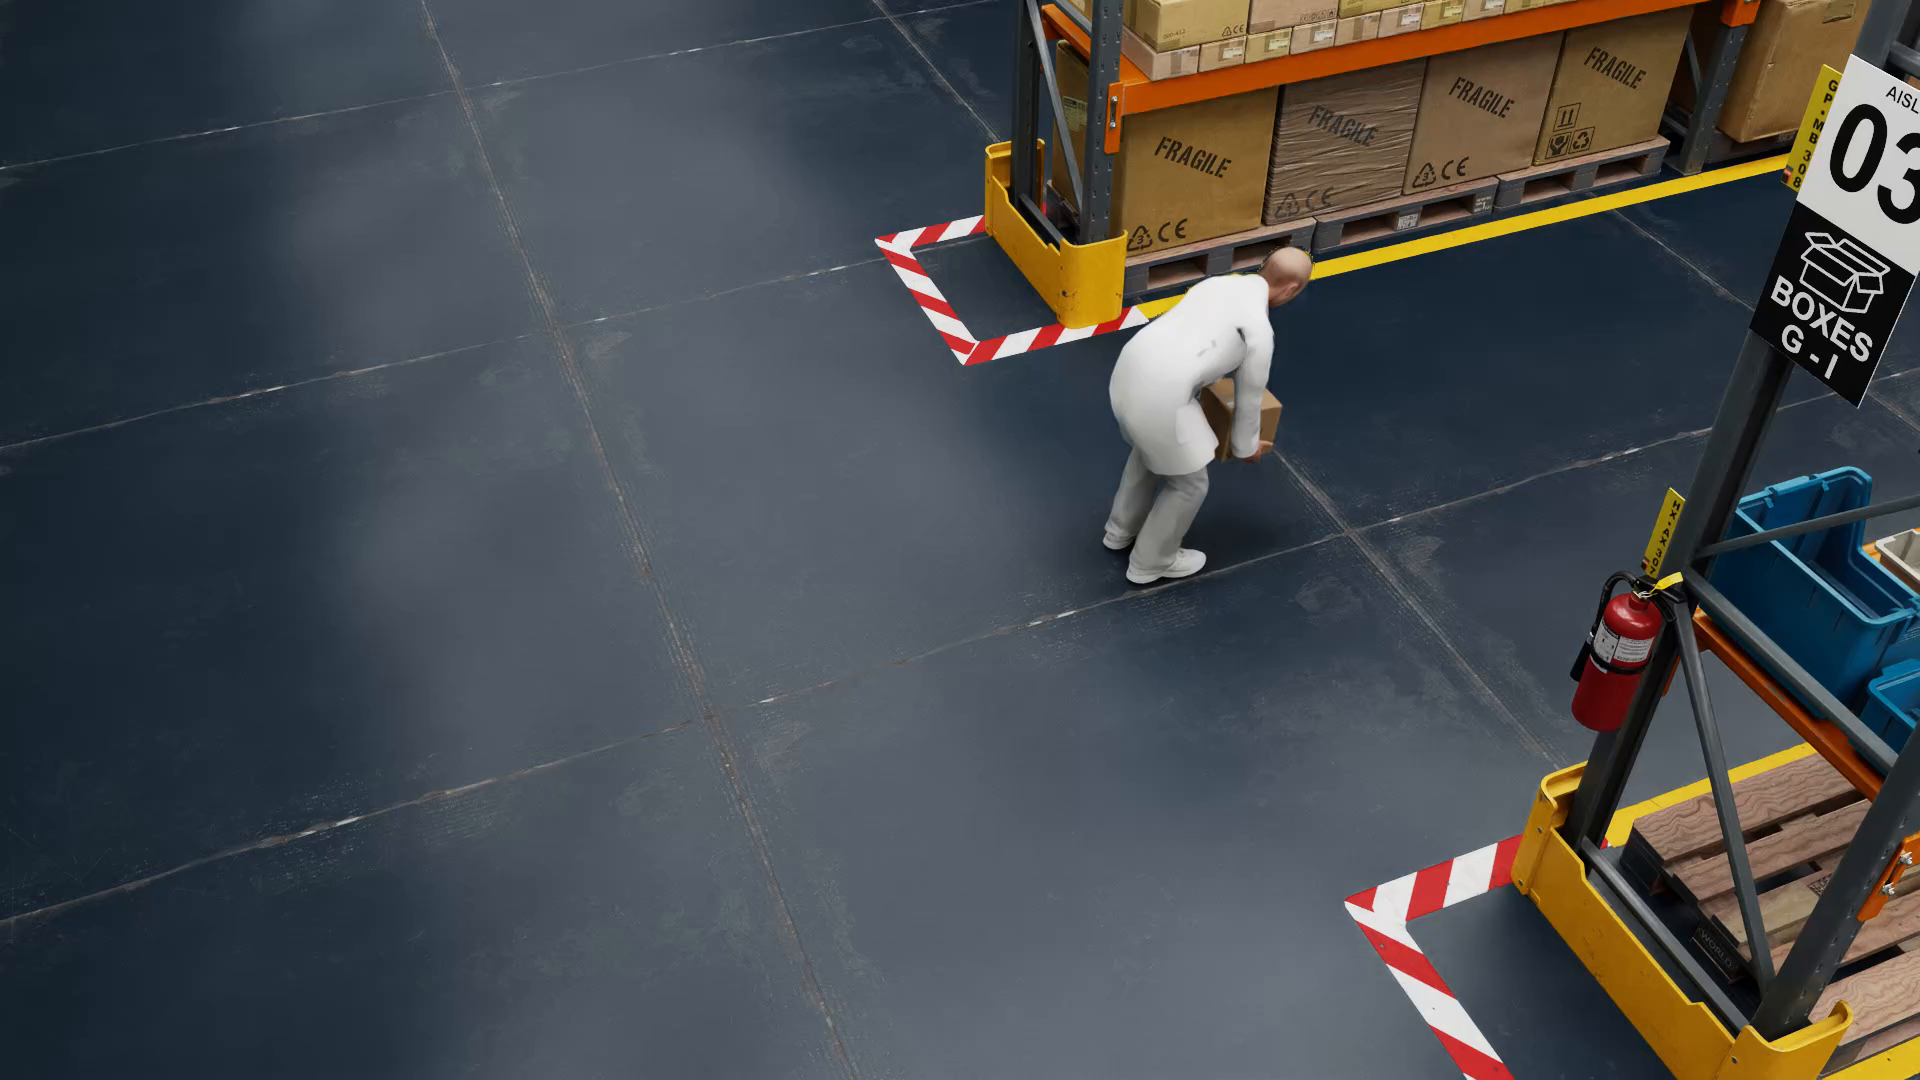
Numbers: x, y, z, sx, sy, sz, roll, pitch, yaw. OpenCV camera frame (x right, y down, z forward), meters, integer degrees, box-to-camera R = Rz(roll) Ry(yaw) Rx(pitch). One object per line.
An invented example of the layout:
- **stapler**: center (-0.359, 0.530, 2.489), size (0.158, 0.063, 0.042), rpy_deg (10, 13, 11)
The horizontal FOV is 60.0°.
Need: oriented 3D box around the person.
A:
- **person**: center (1.038, -0.521, 7.044), size (0.860, 1.416, 0.552), rpy_deg (-16, 44, -18)
